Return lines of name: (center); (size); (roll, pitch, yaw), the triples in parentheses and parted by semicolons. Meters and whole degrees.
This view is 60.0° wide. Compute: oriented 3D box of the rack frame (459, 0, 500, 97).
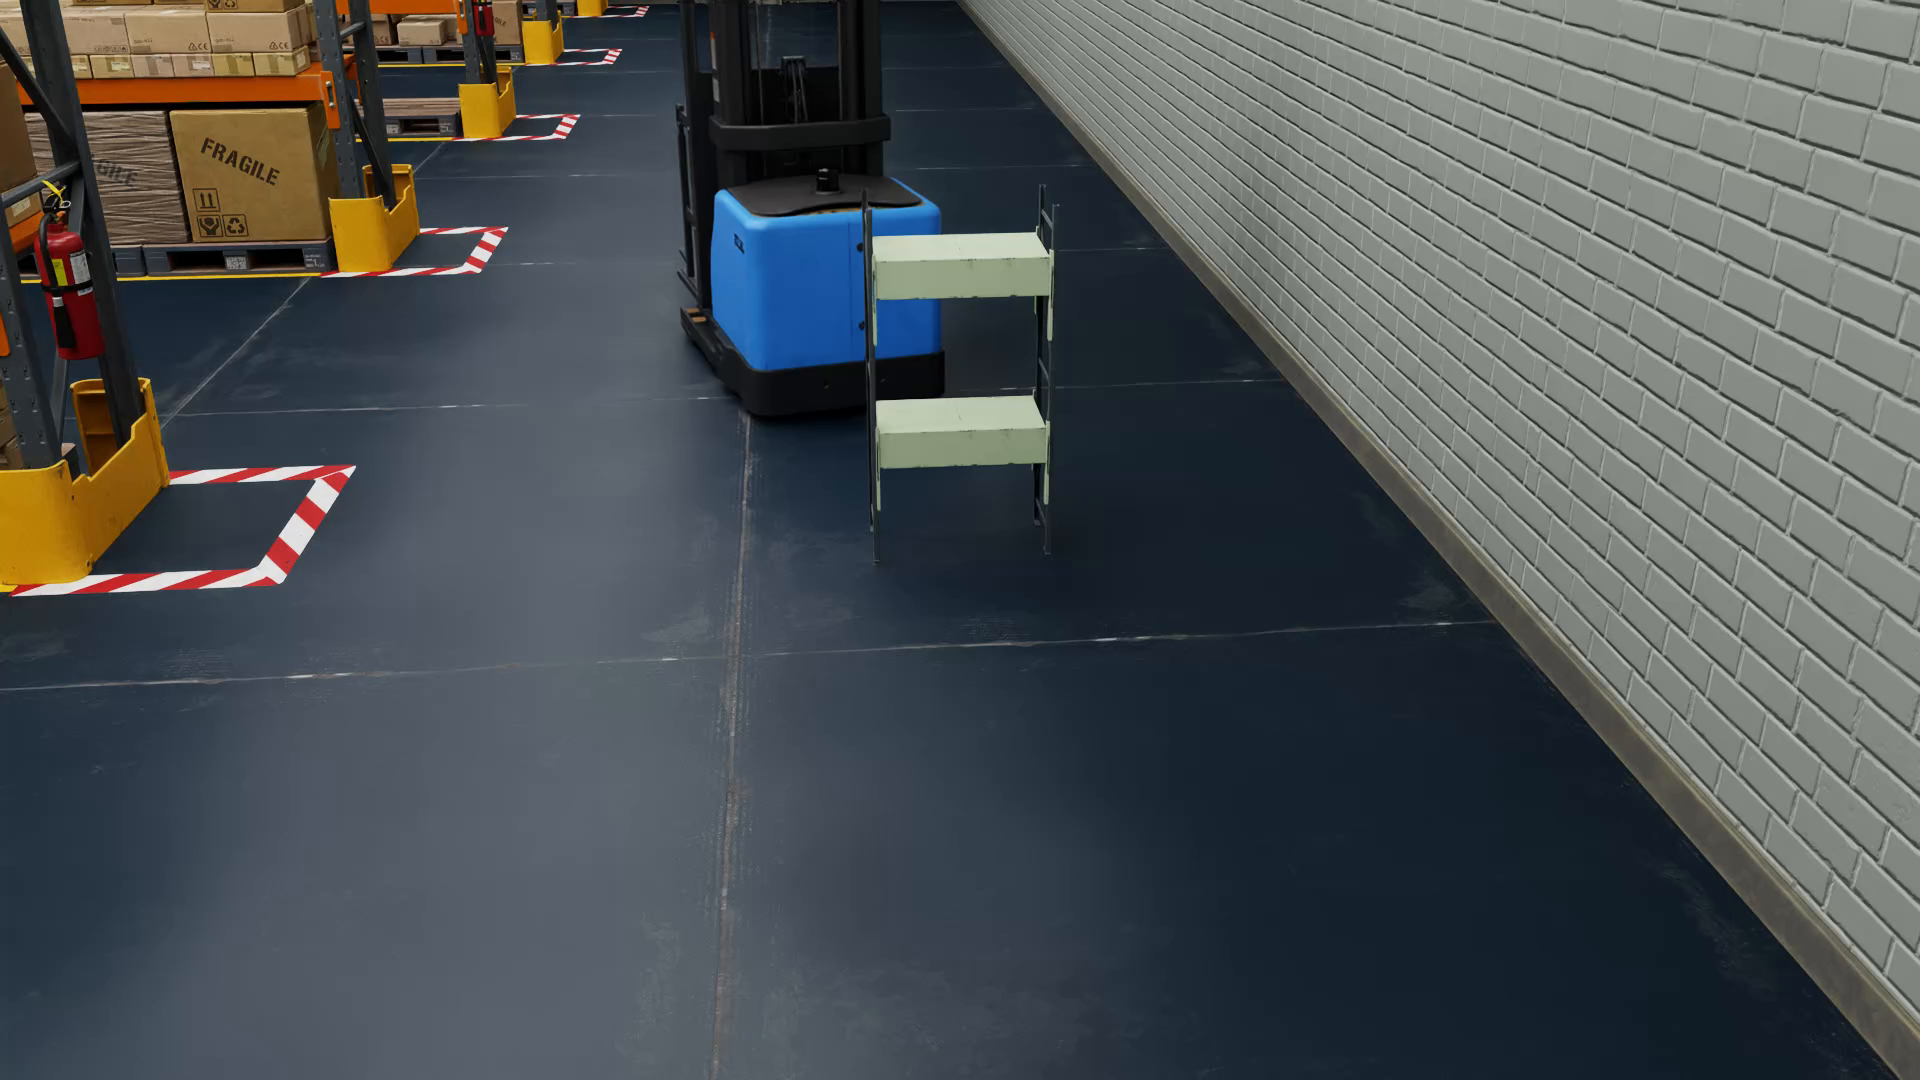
rack frame: (-4.651, -5.438, 15.792); (0.127, 3.000, 1.000); (-2, 24, -5)

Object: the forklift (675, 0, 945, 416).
forklift: (-1.046, -2.545, 9.367); (1.130, 2.935, 3.031); (-8, 25, -18)

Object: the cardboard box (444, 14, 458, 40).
cardboard box: (-6.201, -6.458, 20.930); (0.500, 0.250, 0.500); (-2, 24, -5)

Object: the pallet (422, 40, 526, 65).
pallet: (-6.003, -6.131, 20.784); (1.213, 0.211, 1.003); (-2, 24, -5)

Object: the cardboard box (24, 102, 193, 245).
cardboard box: (-5.699, -2.563, 11.422); (0.875, 0.875, 0.875); (-2, 24, -5)

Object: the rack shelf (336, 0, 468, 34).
rack shelf: (-6.641, -5.030, 15.758); (4.000, 0.370, 1.077); (-2, 24, -5)

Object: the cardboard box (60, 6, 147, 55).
cardboard box: (-5.632, -3.337, 10.882); (0.500, 0.250, 0.500); (-3, 24, -7)

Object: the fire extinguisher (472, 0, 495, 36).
fire extinguisher: (-4.456, -5.055, 15.484); (0.183, 0.674, 0.296); (-2, 24, -5)

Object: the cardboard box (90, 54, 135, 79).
cardboard box: (-5.502, -3.133, 10.914); (0.250, 0.149, 0.380); (-3, 24, -6)

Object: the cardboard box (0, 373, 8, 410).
cardboard box: (-4.332, -0.705, 7.403); (0.250, 0.149, 0.380); (-3, 24, -8)

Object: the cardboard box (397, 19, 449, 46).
cardboard box: (-6.599, -6.238, 20.435); (0.500, 0.250, 0.500); (-2, 24, -5)

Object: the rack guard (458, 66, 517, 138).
rack guard: (-4.628, -4.302, 16.314); (0.348, 0.500, 1.175); (-2, 24, -5)

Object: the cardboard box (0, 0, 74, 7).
cardboard box: (-6.204, -3.529, 11.314); (0.500, 0.250, 0.500); (-3, 24, -6)

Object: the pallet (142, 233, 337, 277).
pallet: (-4.952, -2.098, 11.711); (1.213, 0.211, 1.003); (-2, 24, -5)

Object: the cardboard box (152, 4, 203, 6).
cardboard box: (-5.185, -3.570, 11.408); (0.500, 0.250, 0.500); (-3, 24, -6)

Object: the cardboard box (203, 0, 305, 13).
cardboard box: (-4.623, -3.721, 10.823); (0.500, 0.500, 0.500); (-2, 24, -4)

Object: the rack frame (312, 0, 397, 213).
rack frame: (-4.164, -3.436, 11.288); (0.127, 3.000, 1.000); (-2, 24, -5)

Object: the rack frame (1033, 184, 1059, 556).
rack frame: (0.358, -0.700, 6.978); (0.023, 1.500, 0.400); (-2, 24, -5)

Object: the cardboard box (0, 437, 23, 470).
cardboard box: (-4.330, -0.425, 7.506); (0.250, 0.149, 0.380); (-2, 24, -4)

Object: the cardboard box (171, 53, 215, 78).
cardboard box: (-4.996, -3.153, 10.961); (0.250, 0.149, 0.380); (-2, 24, -5)

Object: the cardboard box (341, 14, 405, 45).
cardboard box: (-7.246, -6.418, 20.529); (0.637, 0.503, 0.797); (-2, 24, -5)

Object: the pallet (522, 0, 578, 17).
pallet: (-6.413, -8.105, 25.225); (1.213, 0.211, 1.003); (-2, 24, -5)

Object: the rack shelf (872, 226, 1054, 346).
rack shelf: (-0.007, -1.042, 6.786); (0.720, 0.370, 0.431); (-2, 24, -5)

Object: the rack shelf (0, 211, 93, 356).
rack shelf: (-5.768, -1.019, 6.735); (4.000, 0.370, 1.077); (-2, 24, -5)

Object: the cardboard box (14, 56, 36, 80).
cardboard box: (-6.007, -3.113, 10.870); (0.250, 0.149, 0.380); (-2, 24, -4)

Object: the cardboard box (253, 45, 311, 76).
cardboard box: (-4.486, -3.174, 11.007); (0.250, 0.149, 0.380); (-2, 24, -4)

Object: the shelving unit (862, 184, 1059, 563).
shelving unit: (-0.007, -0.685, 6.945); (0.755, 1.500, 0.431); (-2, 24, -5)

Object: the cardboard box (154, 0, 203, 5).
cardboard box: (-5.166, -3.916, 11.263); (0.500, 0.500, 0.500); (-3, 24, -6)

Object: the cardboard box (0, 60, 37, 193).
cardboard box: (-4.251, -1.703, 6.898); (0.500, 0.500, 0.500); (-1, 24, -3)

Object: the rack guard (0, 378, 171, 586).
rack guard: (-3.853, -0.282, 7.269); (0.348, 0.500, 1.175); (-2, 24, -5)

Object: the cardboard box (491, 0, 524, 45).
cardboard box: (-5.651, -6.378, 20.442); (0.500, 0.500, 0.500); (-2, 24, -5)

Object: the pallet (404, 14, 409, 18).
pallet: (-8.841, -8.007, 25.005); (1.213, 0.211, 1.003); (-2, 24, -5)

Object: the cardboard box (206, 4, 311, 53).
cardboard box: (-4.620, -3.377, 10.973); (0.500, 0.250, 0.500); (-3, 24, -6)

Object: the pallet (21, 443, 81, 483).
pallet: (-4.665, -0.132, 7.287); (1.213, 0.211, 1.003); (-2, 24, -5)
